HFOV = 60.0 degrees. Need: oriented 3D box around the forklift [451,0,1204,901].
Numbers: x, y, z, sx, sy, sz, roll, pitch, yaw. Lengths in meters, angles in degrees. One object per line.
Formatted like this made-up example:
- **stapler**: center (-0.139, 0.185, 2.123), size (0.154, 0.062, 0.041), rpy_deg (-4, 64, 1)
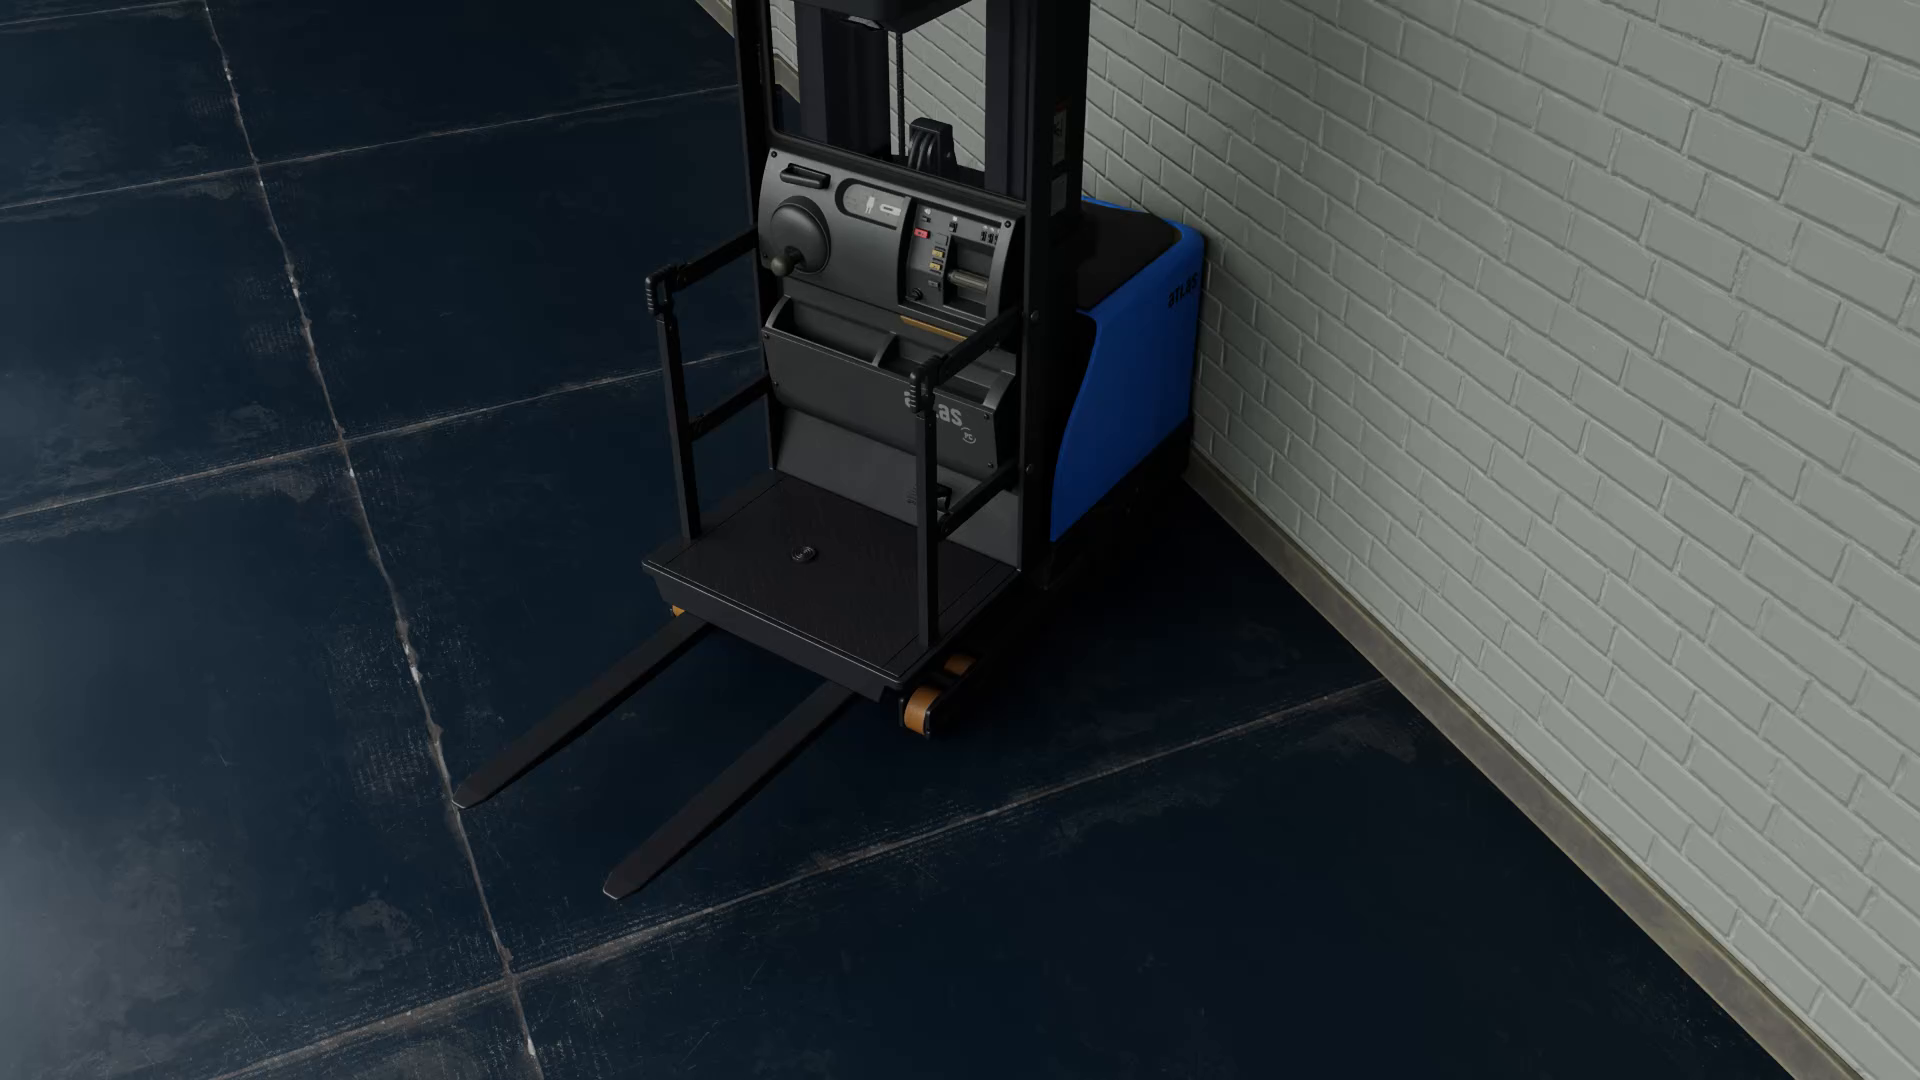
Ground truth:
- **forklift**: center (-0.356, -0.868, 4.961), size (1.130, 2.935, 3.031), rpy_deg (22, 42, 27)
